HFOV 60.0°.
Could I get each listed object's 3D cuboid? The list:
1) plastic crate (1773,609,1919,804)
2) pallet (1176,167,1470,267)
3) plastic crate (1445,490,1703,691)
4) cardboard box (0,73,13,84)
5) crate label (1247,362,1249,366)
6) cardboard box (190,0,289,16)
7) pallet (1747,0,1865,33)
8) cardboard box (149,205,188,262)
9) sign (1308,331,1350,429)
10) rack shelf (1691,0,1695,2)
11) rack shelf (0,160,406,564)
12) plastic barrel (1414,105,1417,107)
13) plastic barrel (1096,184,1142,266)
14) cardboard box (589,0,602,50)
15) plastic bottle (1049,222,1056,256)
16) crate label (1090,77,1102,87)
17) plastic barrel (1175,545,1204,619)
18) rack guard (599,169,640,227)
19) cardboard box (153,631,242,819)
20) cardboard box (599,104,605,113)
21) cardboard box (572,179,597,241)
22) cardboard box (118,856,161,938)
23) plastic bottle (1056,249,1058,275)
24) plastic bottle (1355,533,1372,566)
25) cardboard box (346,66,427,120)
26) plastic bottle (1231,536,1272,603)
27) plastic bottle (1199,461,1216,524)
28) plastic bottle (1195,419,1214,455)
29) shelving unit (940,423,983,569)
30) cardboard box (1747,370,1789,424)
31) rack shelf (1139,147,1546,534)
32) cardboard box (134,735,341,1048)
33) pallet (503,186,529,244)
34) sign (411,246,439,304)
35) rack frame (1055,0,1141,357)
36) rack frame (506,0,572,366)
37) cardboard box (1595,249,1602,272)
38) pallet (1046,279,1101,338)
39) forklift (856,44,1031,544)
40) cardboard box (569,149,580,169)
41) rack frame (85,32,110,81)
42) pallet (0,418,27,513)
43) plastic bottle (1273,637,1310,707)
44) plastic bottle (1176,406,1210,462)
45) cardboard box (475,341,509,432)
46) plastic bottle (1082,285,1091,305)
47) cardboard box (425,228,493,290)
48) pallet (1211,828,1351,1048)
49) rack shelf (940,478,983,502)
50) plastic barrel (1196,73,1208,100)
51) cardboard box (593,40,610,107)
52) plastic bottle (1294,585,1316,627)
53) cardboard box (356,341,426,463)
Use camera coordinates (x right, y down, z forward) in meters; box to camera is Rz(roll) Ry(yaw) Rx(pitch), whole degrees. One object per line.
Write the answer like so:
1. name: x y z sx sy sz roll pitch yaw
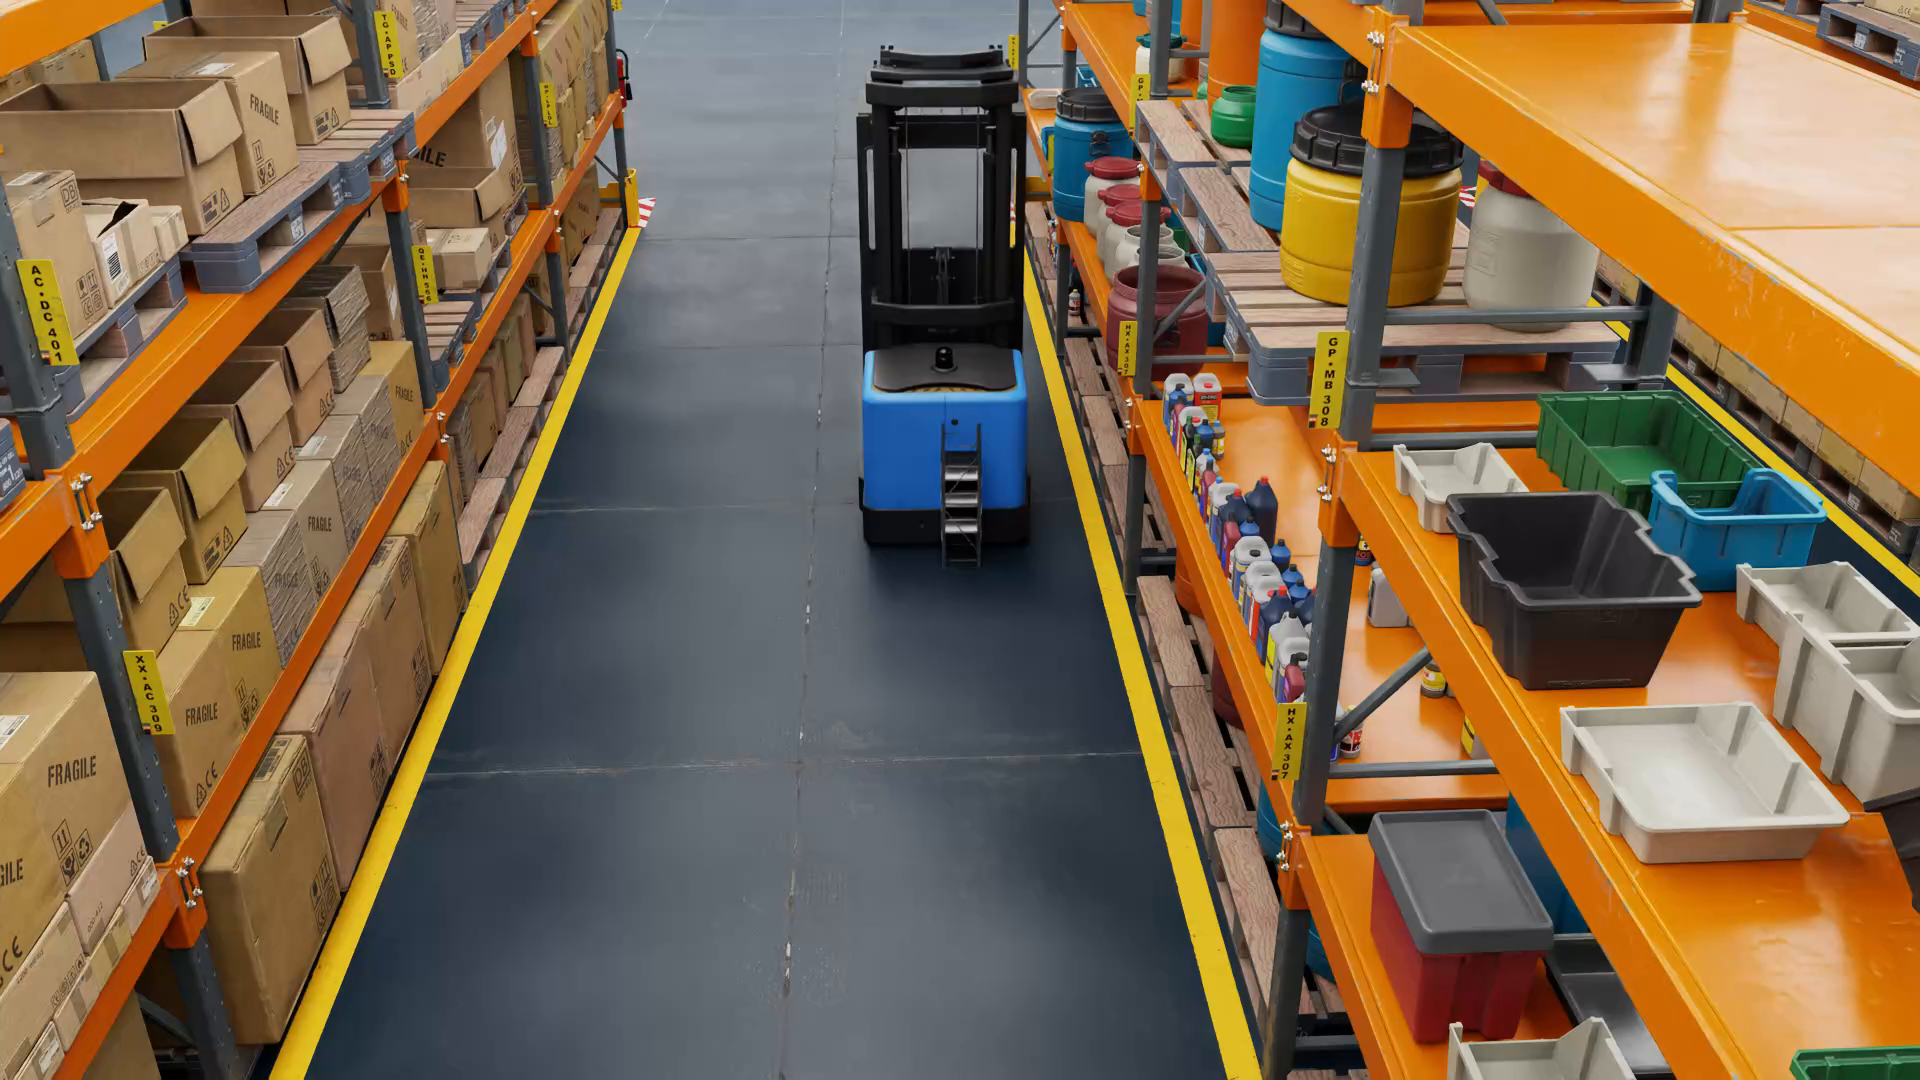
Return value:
1. plastic crate: 2.106 0.360 3.701 0.437 0.282 0.530 -1 28 -3
2. pallet: 1.504 -1.309 6.976 1.003 0.211 1.213 -1 28 -3
3. plastic crate: 1.496 0.129 4.156 0.497 0.269 0.590 -1 28 -3
4. cardboard box: -8.674 -4.146 14.125 0.875 0.550 0.500 -1 28 -3
5. crate label: 1.848 -1.156 9.903 0.303 0.233 0.416 -1 28 -3
6. cardboard box: -3.725 -2.717 8.823 0.500 0.500 0.500 -1 28 -1
7. pallet: 6.293 -3.829 11.812 0.805 0.209 1.217 -2 28 -5
8. cardboard box: -3.169 -1.155 6.296 0.380 0.149 0.250 -2 28 -5
9. sign: 1.156 -0.500 5.213 0.100 0.325 0.005 -1 28 -3
10. rack shelf: 6.130 -4.926 14.485 1.077 0.370 4.000 -1 28 -3
11. rack shelf: -3.346 -0.994 6.946 1.077 0.370 4.000 -1 28 -3
12. plastic barrel: 1.739 -1.788 7.089 0.433 0.535 0.433 0 28 0
13. plastic barrel: 1.156 -2.148 11.477 0.433 0.535 0.433 0 28 0
14. cardboard box: -3.560 -4.742 15.087 0.500 0.500 0.500 -1 28 -3
15. plastic bottle: 0.855 -2.762 15.263 0.061 0.283 0.133 -1 28 -2
16. crate label: 1.445 -3.893 14.932 0.502 0.435 0.616 -1 28 -3
17. plastic barrel: 1.539 -0.025 9.446 0.600 0.830 0.708 -1 28 -3
18. rack guard: -3.864 -3.458 16.839 1.175 0.500 0.348 -1 28 -3
19. cardboard box: -3.016 0.678 6.099 0.500 0.500 0.500 -1 28 -2
20. cardboard box: -3.570 -4.133 15.703 0.380 0.149 0.250 -1 28 -3
21. cardboard box: -3.787 -3.115 15.728 0.500 0.500 0.500 6 28 11
22. cardboard box: -2.898 1.185 5.506 0.380 0.149 0.250 -1 28 -2
23. plastic bottle: 0.934 -2.464 14.701 0.152 0.276 0.135 -1 28 -2
24. plastic bottle: 1.868 -0.020 7.684 0.097 0.271 0.097 0 28 0
25. cardboard box: -3.220 -2.393 9.014 0.500 0.250 0.500 -1 28 -2
26. plastic bottle: 1.297 0.131 7.389 0.152 0.276 0.135 -1 28 -3
27. plastic bottle: 1.211 -0.232 8.078 0.061 0.283 0.133 -1 28 -3
28. plastic bottle: 1.260 -0.495 8.595 0.097 0.271 0.097 0 28 0
29. shelving unit: 0.007 -0.266 10.286 0.258 0.900 0.210 -1 28 -1
30. cardboard box: 6.088 -1.056 12.050 0.500 0.250 0.500 -1 28 -2
31. rack shelf: 1.601 -1.114 7.176 1.077 0.370 4.000 -1 28 -3
32. cardboard box: -3.295 1.401 6.663 1.225 0.875 0.875 -1 28 -2
33. pallet: -3.764 -2.312 12.147 1.003 0.211 1.213 -1 28 -3
34. sign: -2.896 -1.435 9.006 0.100 0.325 0.005 -1 28 -3
35. rack frame: 1.287 -2.873 13.016 1.000 3.000 0.127 -1 28 -3
36. rack frame: -3.659 -2.754 12.786 1.000 3.000 0.127 -1 28 -3
37. cardboard box: 5.934 -2.629 15.066 0.500 0.250 0.500 -1 28 -3
38. pallet: 1.294 -1.948 14.257 1.003 0.211 1.213 -1 28 -3
39. forklift: -0.123 -1.916 11.254 1.130 2.935 3.031 -1 28 -1
40. cardboard box: -3.405 -3.211 13.935 0.380 0.149 0.250 -1 28 -3
41. rack frame: -8.826 -4.528 16.188 1.000 3.000 0.127 -1 28 -3
42. pallet: -3.209 0.028 4.305 1.003 0.211 1.213 -1 28 -3
43. plastic bottle: 1.342 0.533 6.618 0.152 0.276 0.135 -1 28 -3
44. plastic bottle: 1.220 -0.550 8.695 0.152 0.276 0.135 -1 28 -3
45. cardboard box: -3.613 -1.077 11.800 0.700 0.500 0.500 -4 28 -7
46. plastic bottle: 1.110 -2.188 14.090 0.144 0.351 0.185 -1 28 -3
47. cardboard box: -3.308 -1.806 10.677 0.500 0.250 0.500 -2 28 -4
48. pallet: 1.706 1.700 7.262 1.003 0.211 1.213 -1 28 -3
49. rack shelf: 0.007 -0.316 10.260 0.258 0.077 0.200 -1 28 -1
50. plastic barrel: 1.432 -2.400 9.032 0.294 0.245 0.294 0 28 0
51. cardboard box: -3.721 -4.295 15.311 0.875 0.500 0.500 -1 28 -3
52. plastic bottle: 1.464 0.337 6.913 0.144 0.351 0.185 -1 28 -3
53. cardboard box: -3.177 -0.729 8.796 0.500 0.500 0.500 -1 28 -1
